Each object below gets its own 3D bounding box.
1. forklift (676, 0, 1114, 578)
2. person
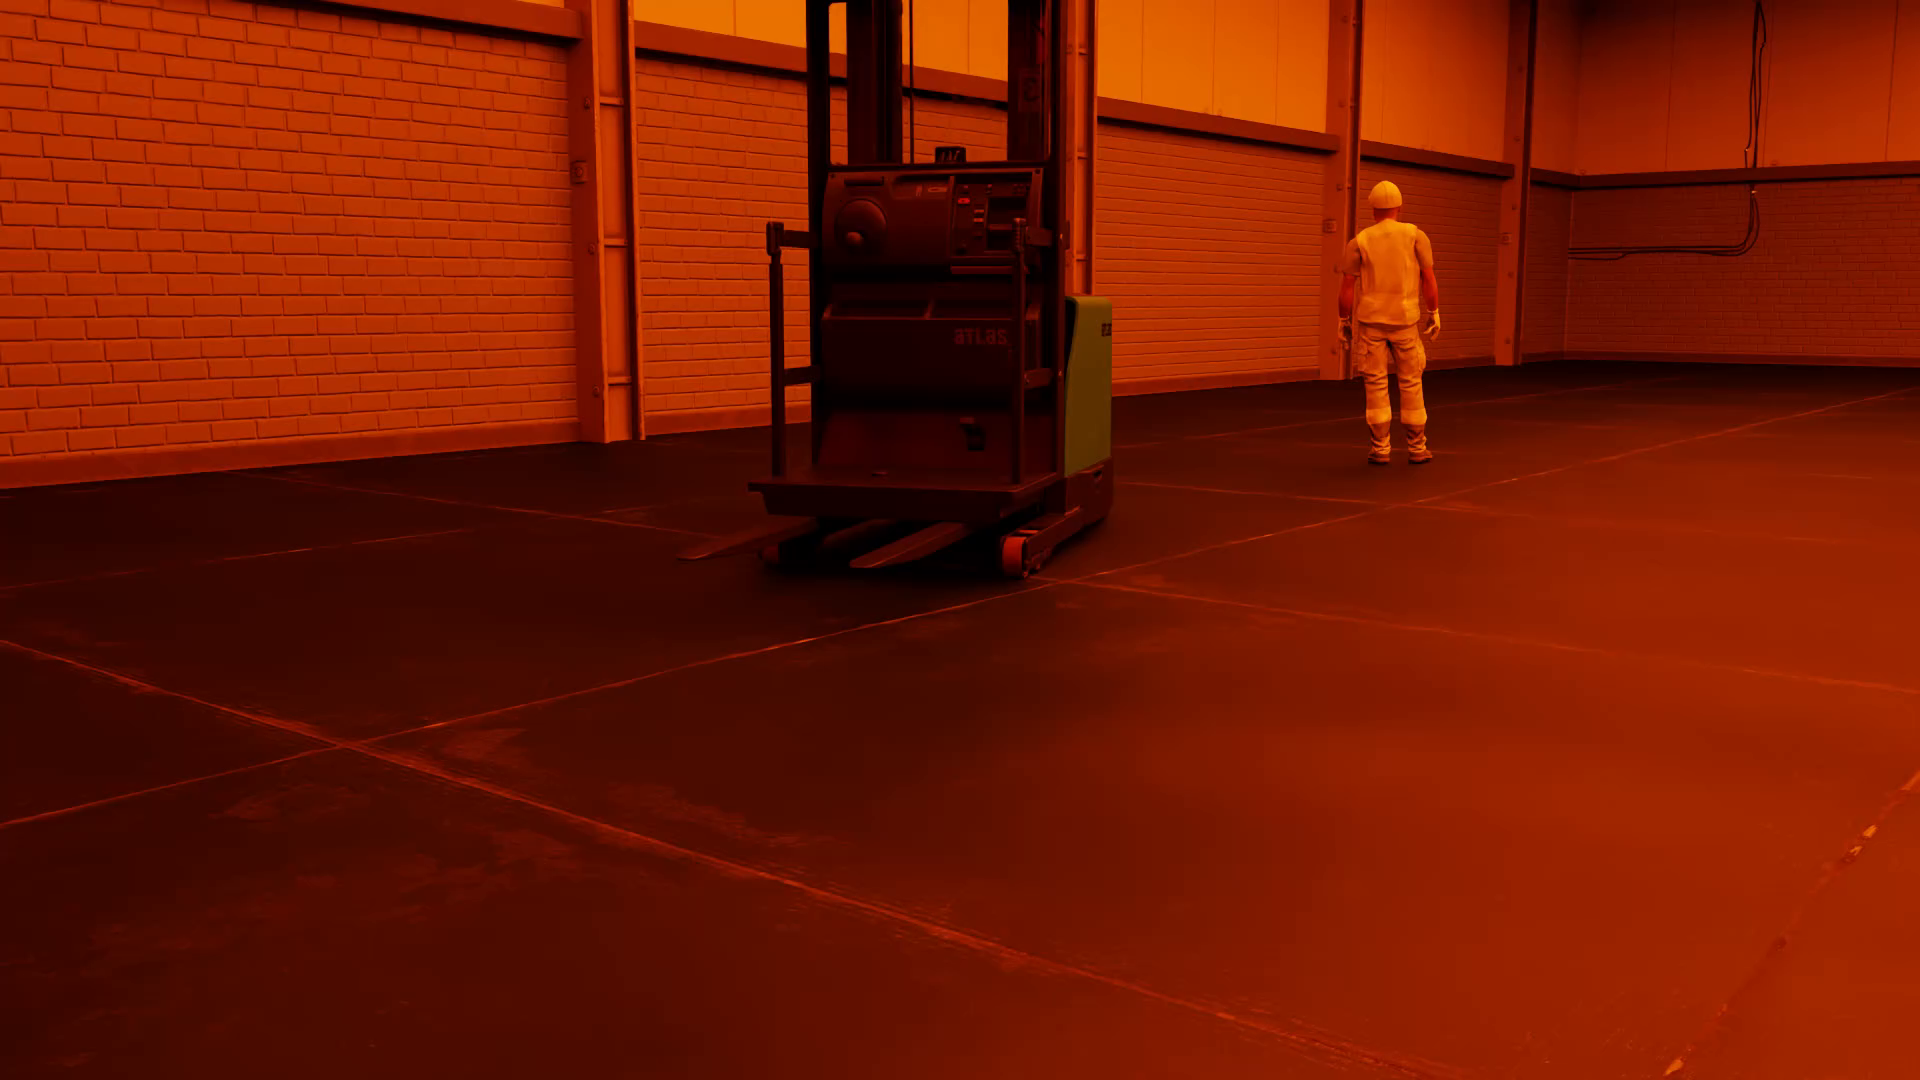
[{"bbox_3d":[-0.176,-1.366,6.616,1.130,2.935,3.031,3,9,17],"label":"forklift"},{"bbox_3d":[2.762,-1.395,10.710,0.637,1.787,0.564,2,9,14],"label":"person"}]
